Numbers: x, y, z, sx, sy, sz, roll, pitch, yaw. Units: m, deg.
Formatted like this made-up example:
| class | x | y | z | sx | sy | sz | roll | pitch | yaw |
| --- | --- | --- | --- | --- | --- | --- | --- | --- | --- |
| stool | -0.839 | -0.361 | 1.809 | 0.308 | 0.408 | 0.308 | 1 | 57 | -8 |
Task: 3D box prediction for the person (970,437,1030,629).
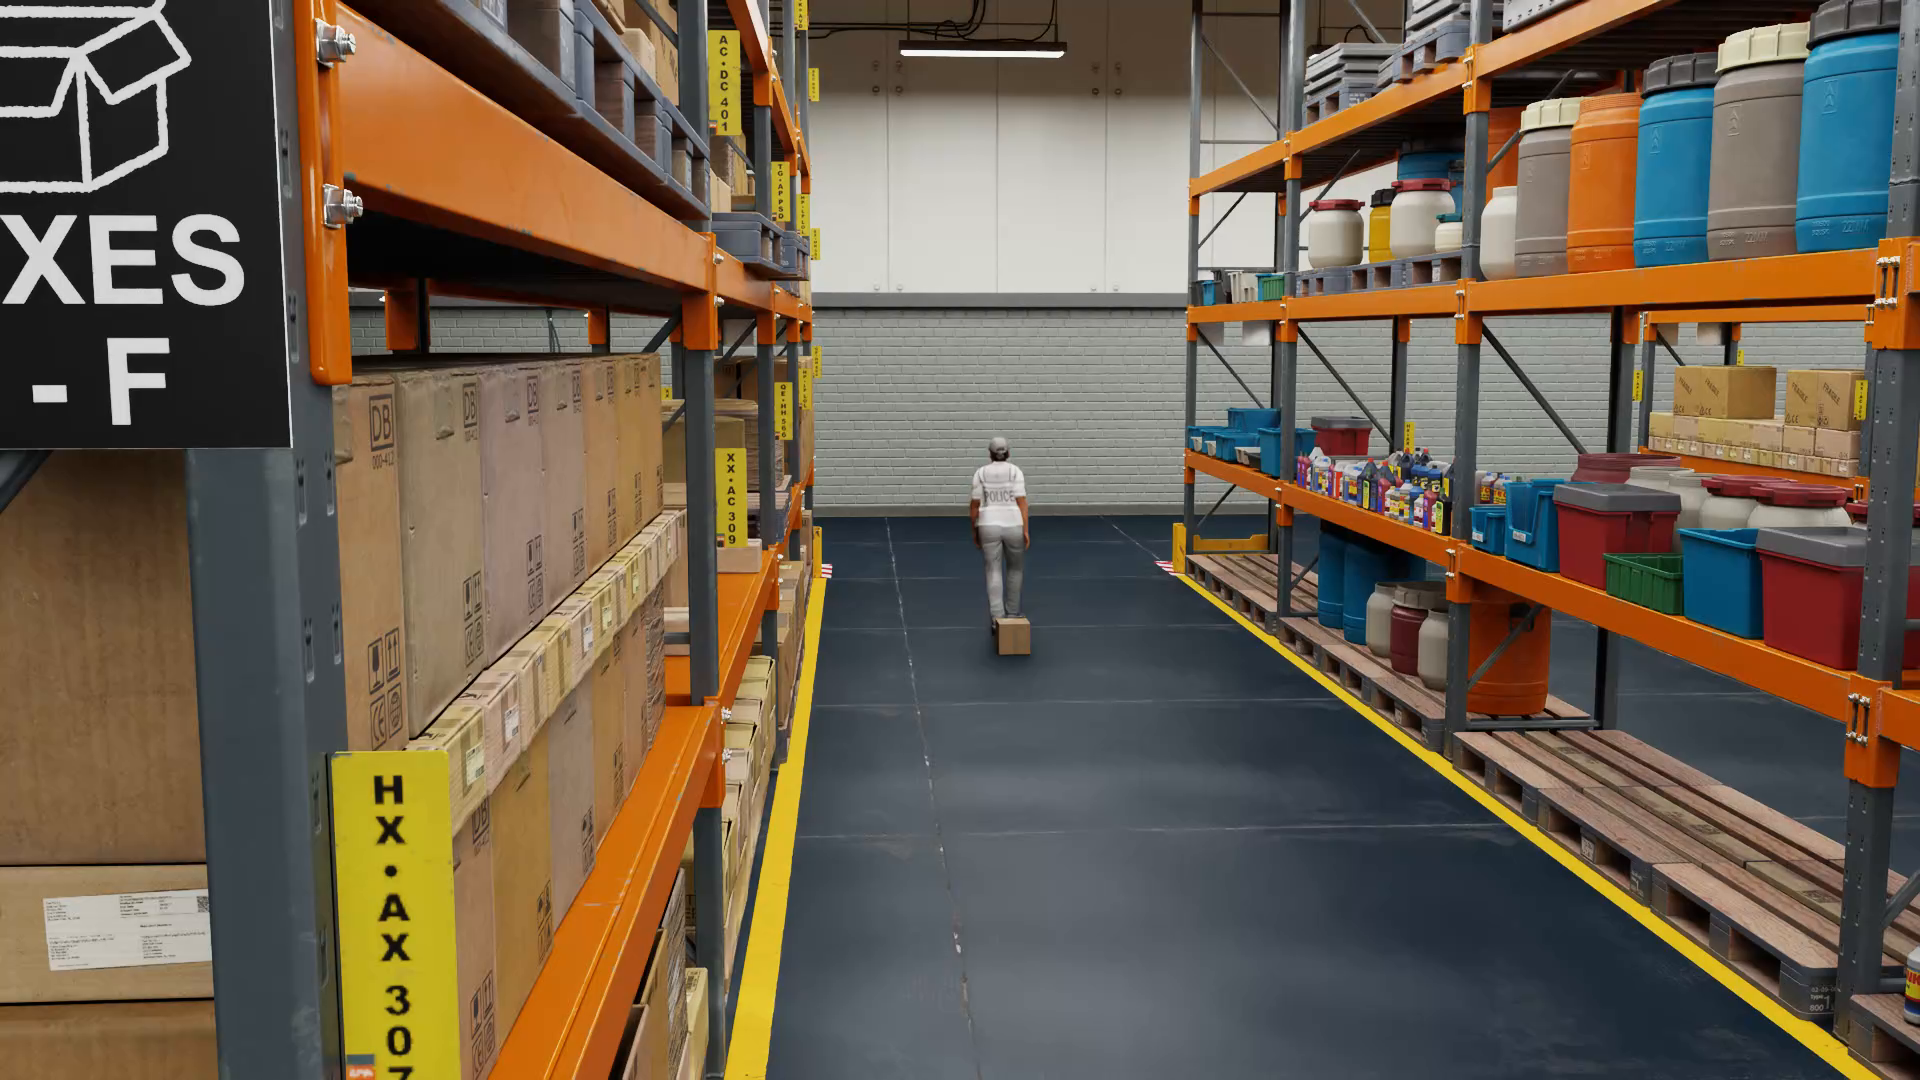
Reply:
| class | x | y | z | sx | sy | sz | roll | pitch | yaw |
| --- | --- | --- | --- | --- | --- | --- | --- | --- | --- |
| person | 0.338 | -0.072 | 14.336 | 0.505 | 1.627 | 0.865 | 0 | 7 | -1 |
